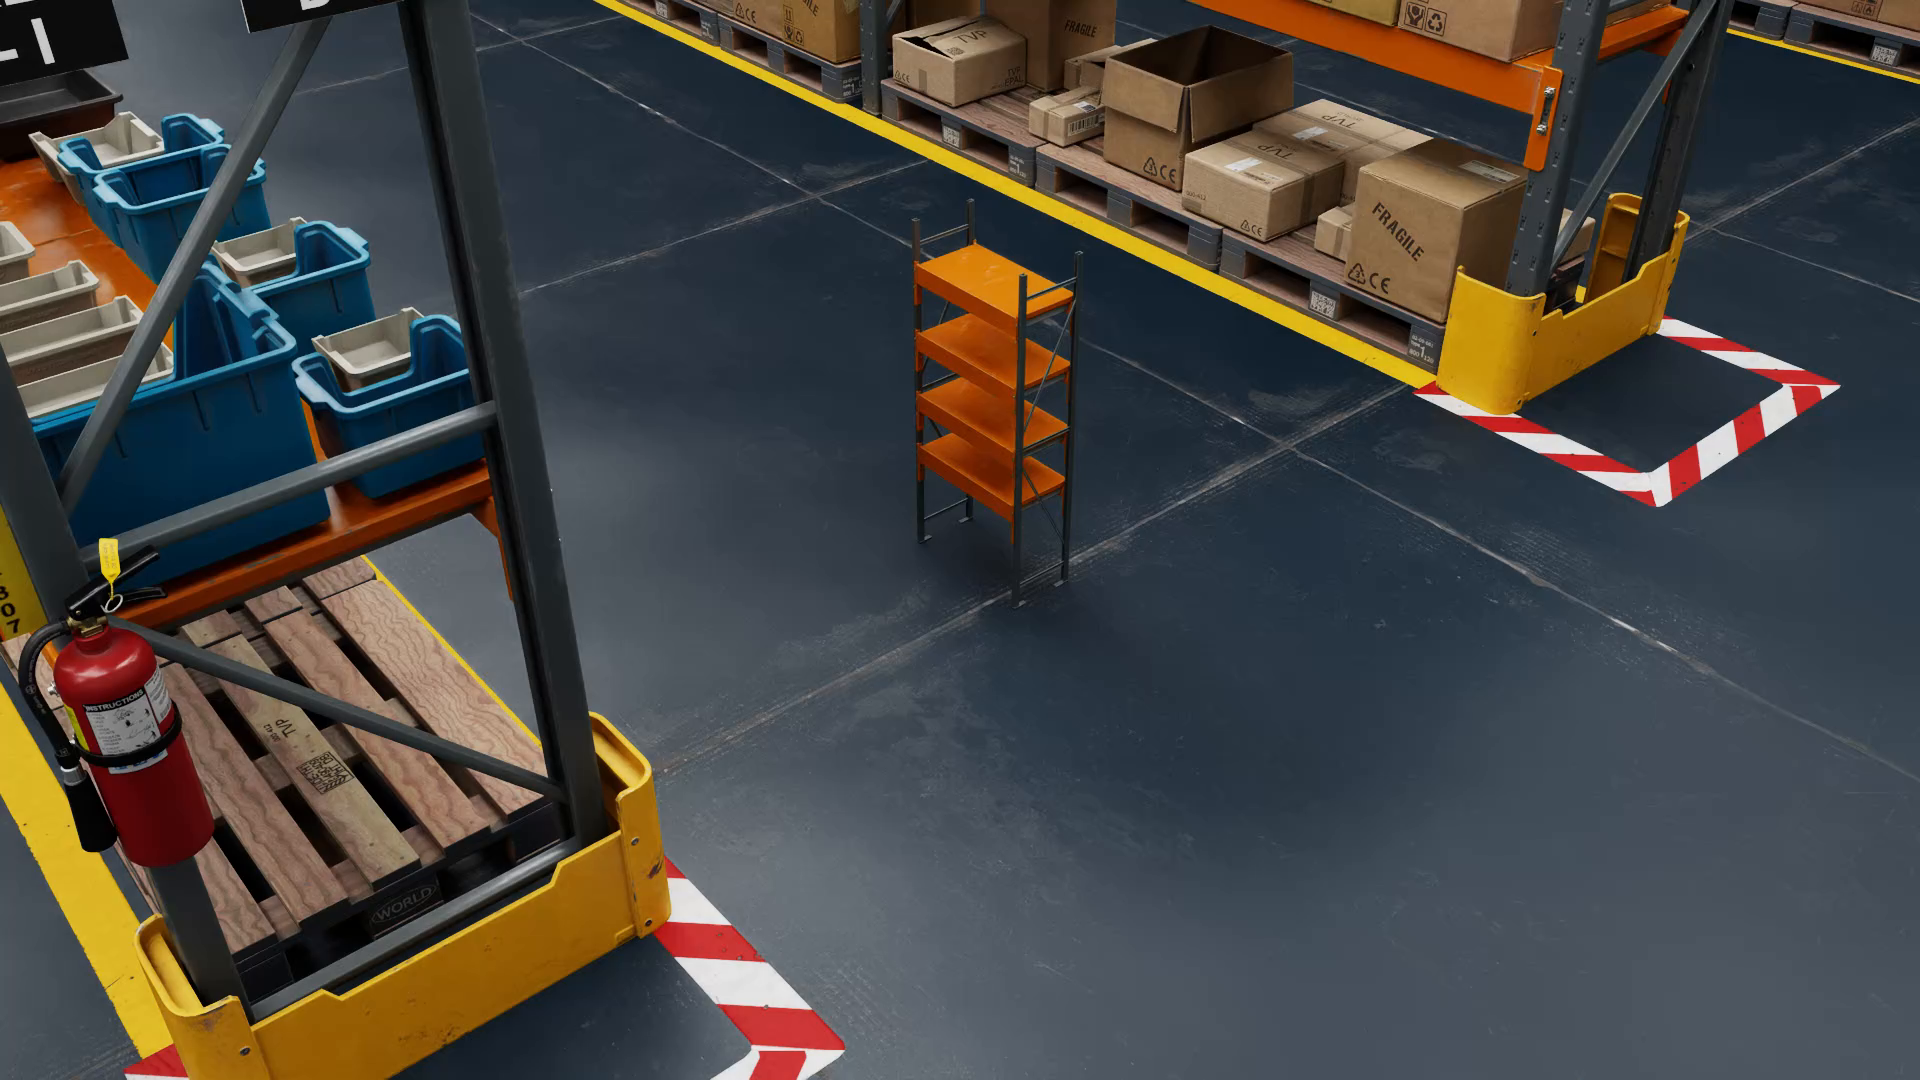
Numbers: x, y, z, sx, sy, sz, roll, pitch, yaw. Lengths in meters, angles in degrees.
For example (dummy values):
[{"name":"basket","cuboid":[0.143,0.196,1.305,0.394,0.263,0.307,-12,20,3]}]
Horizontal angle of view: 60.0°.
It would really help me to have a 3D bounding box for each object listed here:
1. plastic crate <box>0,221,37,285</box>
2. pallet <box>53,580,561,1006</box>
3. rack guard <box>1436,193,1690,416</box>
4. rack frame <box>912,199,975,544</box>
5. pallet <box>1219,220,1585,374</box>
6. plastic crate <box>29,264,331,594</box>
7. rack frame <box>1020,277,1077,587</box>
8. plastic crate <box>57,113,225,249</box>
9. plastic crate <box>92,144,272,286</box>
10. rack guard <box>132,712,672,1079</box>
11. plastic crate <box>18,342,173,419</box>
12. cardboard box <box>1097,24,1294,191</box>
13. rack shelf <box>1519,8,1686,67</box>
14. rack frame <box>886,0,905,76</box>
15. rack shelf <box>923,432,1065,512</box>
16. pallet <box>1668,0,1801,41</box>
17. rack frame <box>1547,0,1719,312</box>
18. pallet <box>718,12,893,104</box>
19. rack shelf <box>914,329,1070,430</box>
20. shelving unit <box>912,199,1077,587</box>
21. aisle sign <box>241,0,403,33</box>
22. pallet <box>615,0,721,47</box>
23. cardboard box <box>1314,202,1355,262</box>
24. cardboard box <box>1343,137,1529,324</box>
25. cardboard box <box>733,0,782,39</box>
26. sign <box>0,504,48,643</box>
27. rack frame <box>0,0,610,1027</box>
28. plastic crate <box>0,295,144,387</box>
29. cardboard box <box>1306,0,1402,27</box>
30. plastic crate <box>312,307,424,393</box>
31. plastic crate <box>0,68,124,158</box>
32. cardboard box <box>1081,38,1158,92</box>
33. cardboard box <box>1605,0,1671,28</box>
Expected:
[{"name":"plastic crate","cuboid":[-2.558,-0.684,4.297,0.298,0.136,0.250,-26,43,-32]},{"name":"pallet","cuboid":[-1.816,0.655,4.642,1.003,0.211,1.213,-26,43,-32]},{"name":"rack guard","cuboid":[2.423,-0.963,6.678,1.175,0.500,0.348,-26,43,-32]},{"name":"rack frame","cuboid":[-0.051,-0.524,5.452,0.240,1.200,0.015,-26,43,-32]},{"name":"pallet","cuboid":[-25.776,-11.246,13.843,28.867,8.999,54.027,-26,43,-32]},{"name":"plastic crate","cuboid":[-1.673,-0.221,3.384,0.616,0.435,0.499,-26,43,-32]},{"name":"rack frame","cuboid":[0.264,-0.309,5.148,0.228,1.046,0.006,-26,43,-32]},{"name":"plastic crate","cuboid":[-2.265,-1.006,4.668,0.416,0.233,0.300,-26,43,-32]},{"name":"plastic crate","cuboid":[-2.071,-0.873,4.481,0.416,0.233,0.300,-26,43,-32]},{"name":"rack guard","cuboid":[-1.288,0.922,4.016,1.175,0.500,0.348,-26,43,-32]},{"name":"plastic crate","cuboid":[-1.978,-0.313,3.773,0.396,0.136,0.243,-26,43,-32]},{"name":"cardboard box","cuboid":[1.108,-2.049,7.827,0.797,0.503,0.637,-26,43,-32]},{"name":"rack shelf","cuboid":[1.182,-2.648,7.285,0.919,0.052,3.809,-26,43,-32]},{"name":"rack frame","cuboid":[-0.106,-3.717,8.403,0.949,2.616,0.053,-26,43,-32]},{"name":"rack shelf","cuboid":[0.107,-0.232,5.431,0.221,0.050,0.457,-26,43,-32]},{"name":"pallet","cuboid":[4.895,-3.523,10.542,1.003,0.211,1.213,-26,43,-32]},{"name":"rack frame","cuboid":[2.475,-1.951,5.910,0.949,2.616,0.053,-26,43,-32]},{"name":"pallet","cuboid":[-0.663,-2.923,9.694,1.003,0.211,1.213,-26,43,-32]},{"name":"rack shelf","cuboid":[0.107,-0.544,5.210,0.258,0.148,0.480,-26,43,-32]},{"name":"shelving unit","cuboid":[0.105,-0.418,5.301,0.258,1.200,0.499,-26,43,-32]},{"name":"aisle sign","cuboid":[-1.040,-1.244,2.662,0.394,0.787,0.004,-26,43,-32]},{"name":"pallet","cuboid":[-1.454,-3.462,10.455,1.003,0.211,1.213,-26,43,-32]},{"name":"cardboard box","cuboid":[1.741,-1.334,7.109,0.380,0.166,0.250,-26,43,-32]},{"name":"cardboard box","cuboid":[1.933,-1.257,6.712,0.500,0.500,0.500,-26,43,-32]},{"name":"cardboard box","cuboid":[-0.959,-3.208,9.466,0.500,0.500,0.500,-26,43,-32]},{"name":"sign","cuboid":[-1.724,0.042,2.955,0.100,0.325,0.005,-26,43,-32]},{"name":"rack frame","cuboid":[-1.314,-0.104,3.302,1.000,3.000,0.127,-26,43,-32]},{"name":"plastic crate","cuboid":[-2.154,-0.447,3.962,0.396,0.136,0.243,-26,43,-32]},{"name":"cardboard box","cuboid":[1.638,-2.315,6.336,0.500,0.500,0.500,-26,43,-31]},{"name":"plastic crate","cuboid":[-1.365,-0.425,3.931,0.250,0.136,0.298,-26,43,-32]},{"name":"plastic crate","cuboid":[-2.968,-1.388,5.301,0.437,0.125,0.590,-26,43,-32]},{"name":"cardboard box","cuboid":[0.960,-2.321,8.378,0.500,0.311,0.500,-26,43,-32]},{"name":"cardboard box","cuboid":[2.388,-2.285,6.294,0.500,0.500,0.500,-25,42,-31]}]
